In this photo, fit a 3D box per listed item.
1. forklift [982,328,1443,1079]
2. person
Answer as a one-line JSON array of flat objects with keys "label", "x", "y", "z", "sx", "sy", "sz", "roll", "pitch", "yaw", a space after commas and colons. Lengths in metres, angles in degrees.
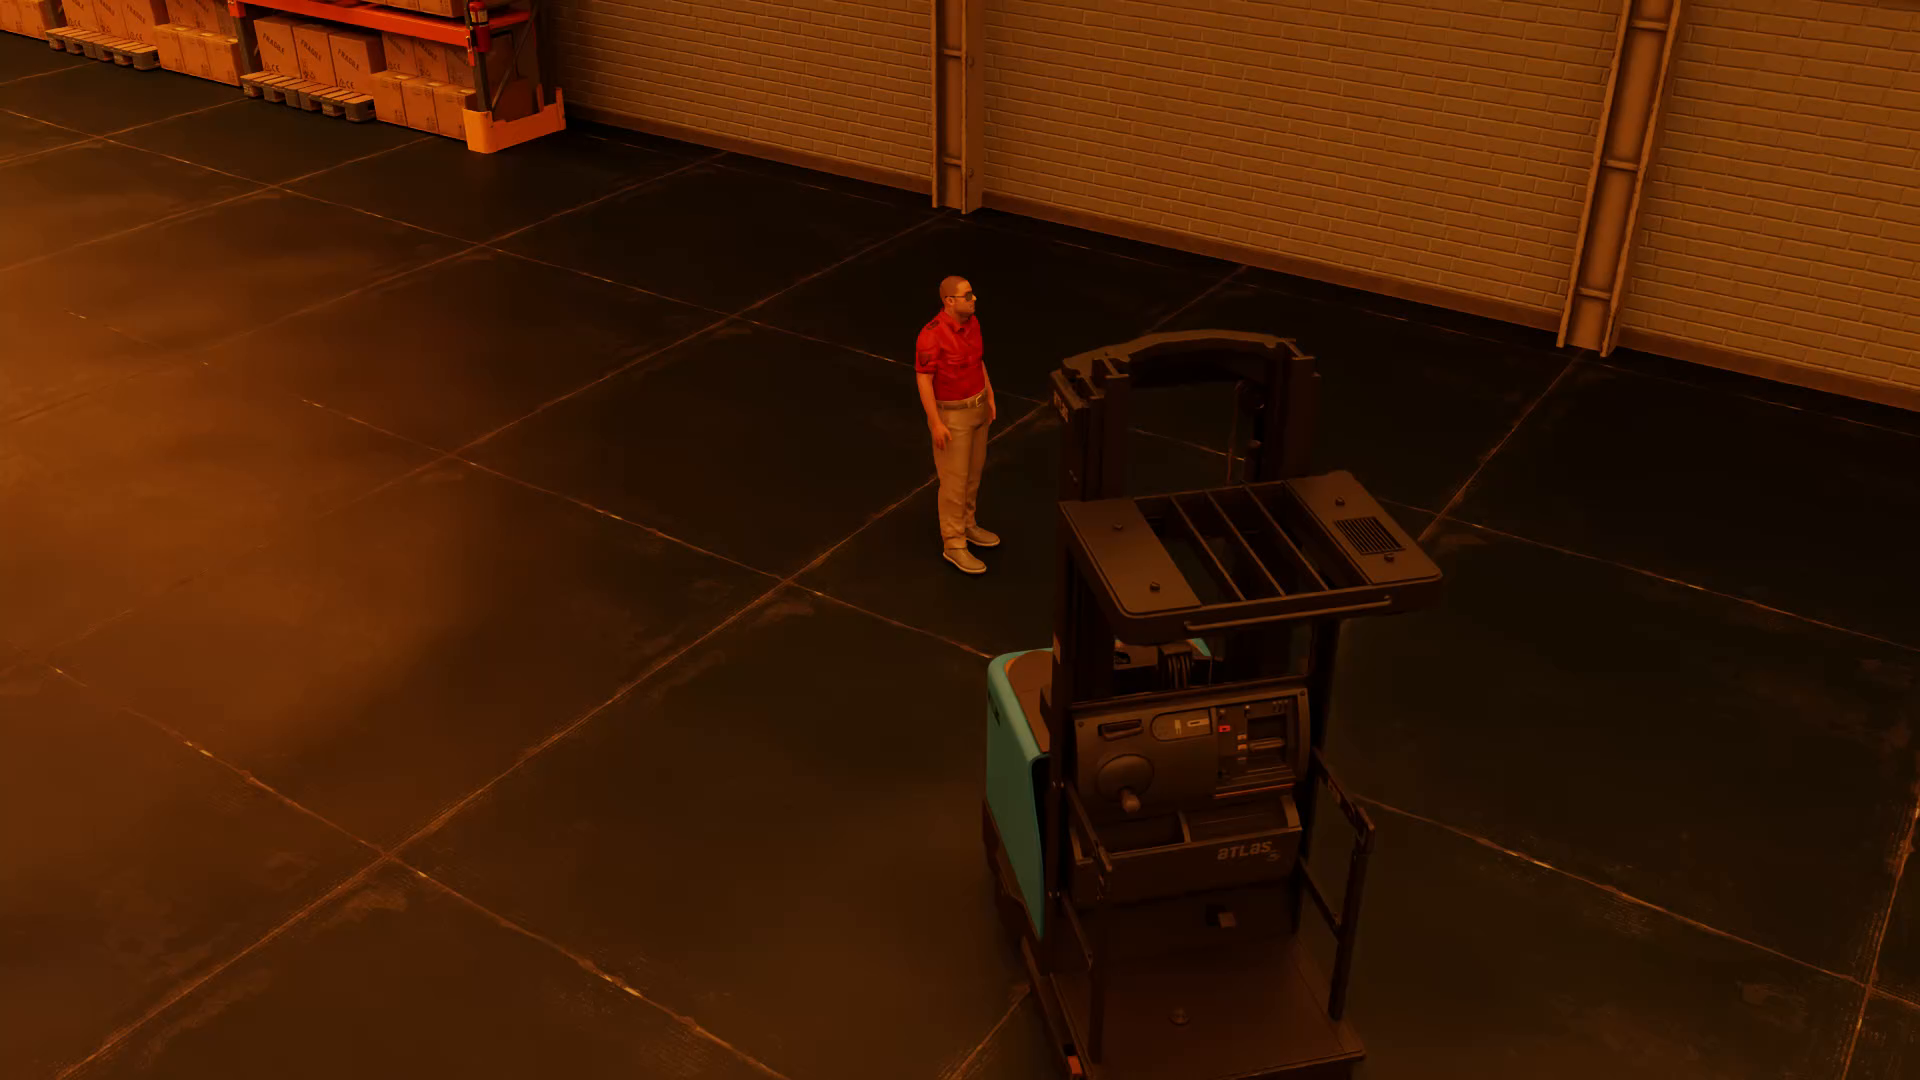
[{"label": "forklift", "x": 0.935, "y": 0.843, "z": 6.129, "sx": 1.130, "sy": 2.935, "sz": 3.031, "roll": -7, "pitch": 31, "yaw": -11}, {"label": "person", "x": 0.068, "y": -0.724, "z": 10.011, "sx": 0.550, "sy": 1.727, "sz": 0.642, "roll": 19, "pitch": 35, "yaw": 29}]
